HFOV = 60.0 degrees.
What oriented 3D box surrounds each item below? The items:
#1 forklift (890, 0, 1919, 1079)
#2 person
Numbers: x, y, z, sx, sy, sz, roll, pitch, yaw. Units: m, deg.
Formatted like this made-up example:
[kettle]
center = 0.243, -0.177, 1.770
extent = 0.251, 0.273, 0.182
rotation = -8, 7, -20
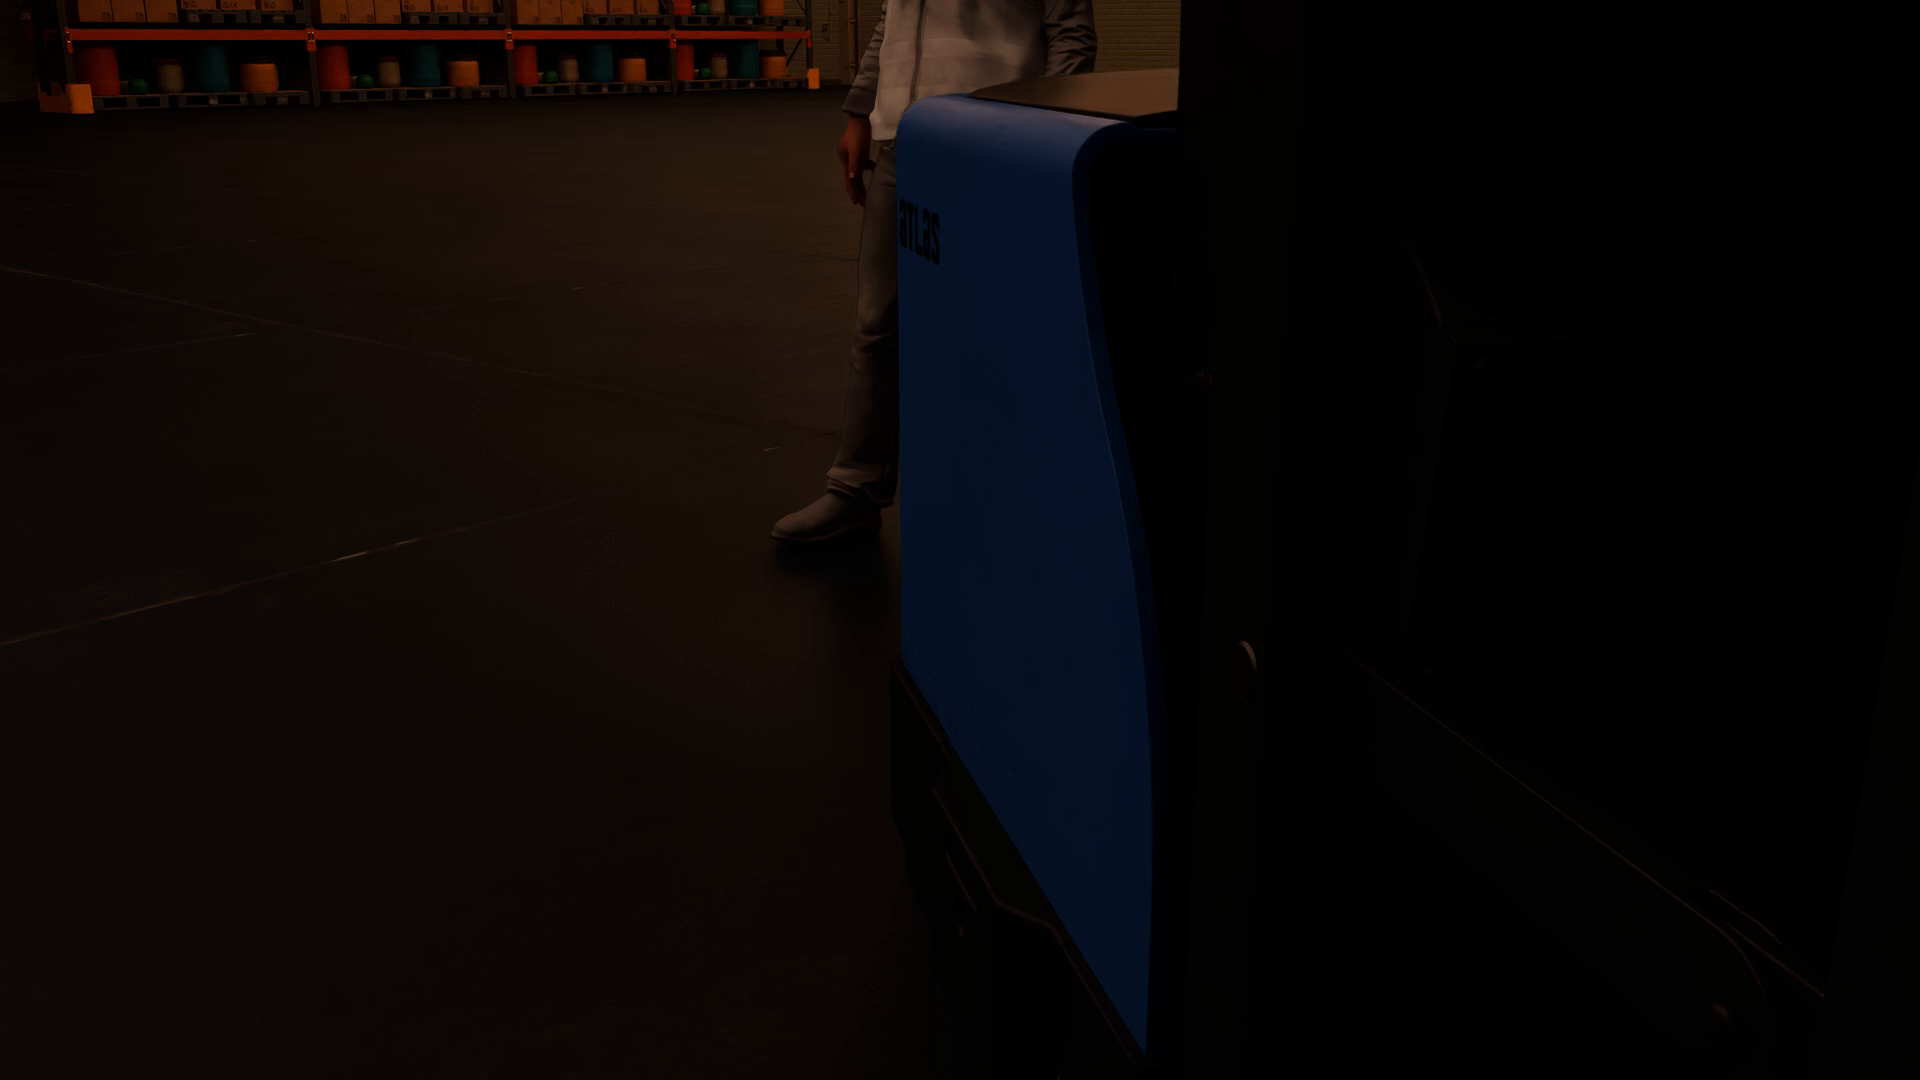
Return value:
[forklift]
center = 0.767, -0.573, 0.784
extent = 1.130, 2.935, 3.031
rotation = -4, 17, -14
[person]
center = -0.046, -0.843, 3.639
extent = 0.634, 1.776, 0.565
rotation = 13, 21, 37
